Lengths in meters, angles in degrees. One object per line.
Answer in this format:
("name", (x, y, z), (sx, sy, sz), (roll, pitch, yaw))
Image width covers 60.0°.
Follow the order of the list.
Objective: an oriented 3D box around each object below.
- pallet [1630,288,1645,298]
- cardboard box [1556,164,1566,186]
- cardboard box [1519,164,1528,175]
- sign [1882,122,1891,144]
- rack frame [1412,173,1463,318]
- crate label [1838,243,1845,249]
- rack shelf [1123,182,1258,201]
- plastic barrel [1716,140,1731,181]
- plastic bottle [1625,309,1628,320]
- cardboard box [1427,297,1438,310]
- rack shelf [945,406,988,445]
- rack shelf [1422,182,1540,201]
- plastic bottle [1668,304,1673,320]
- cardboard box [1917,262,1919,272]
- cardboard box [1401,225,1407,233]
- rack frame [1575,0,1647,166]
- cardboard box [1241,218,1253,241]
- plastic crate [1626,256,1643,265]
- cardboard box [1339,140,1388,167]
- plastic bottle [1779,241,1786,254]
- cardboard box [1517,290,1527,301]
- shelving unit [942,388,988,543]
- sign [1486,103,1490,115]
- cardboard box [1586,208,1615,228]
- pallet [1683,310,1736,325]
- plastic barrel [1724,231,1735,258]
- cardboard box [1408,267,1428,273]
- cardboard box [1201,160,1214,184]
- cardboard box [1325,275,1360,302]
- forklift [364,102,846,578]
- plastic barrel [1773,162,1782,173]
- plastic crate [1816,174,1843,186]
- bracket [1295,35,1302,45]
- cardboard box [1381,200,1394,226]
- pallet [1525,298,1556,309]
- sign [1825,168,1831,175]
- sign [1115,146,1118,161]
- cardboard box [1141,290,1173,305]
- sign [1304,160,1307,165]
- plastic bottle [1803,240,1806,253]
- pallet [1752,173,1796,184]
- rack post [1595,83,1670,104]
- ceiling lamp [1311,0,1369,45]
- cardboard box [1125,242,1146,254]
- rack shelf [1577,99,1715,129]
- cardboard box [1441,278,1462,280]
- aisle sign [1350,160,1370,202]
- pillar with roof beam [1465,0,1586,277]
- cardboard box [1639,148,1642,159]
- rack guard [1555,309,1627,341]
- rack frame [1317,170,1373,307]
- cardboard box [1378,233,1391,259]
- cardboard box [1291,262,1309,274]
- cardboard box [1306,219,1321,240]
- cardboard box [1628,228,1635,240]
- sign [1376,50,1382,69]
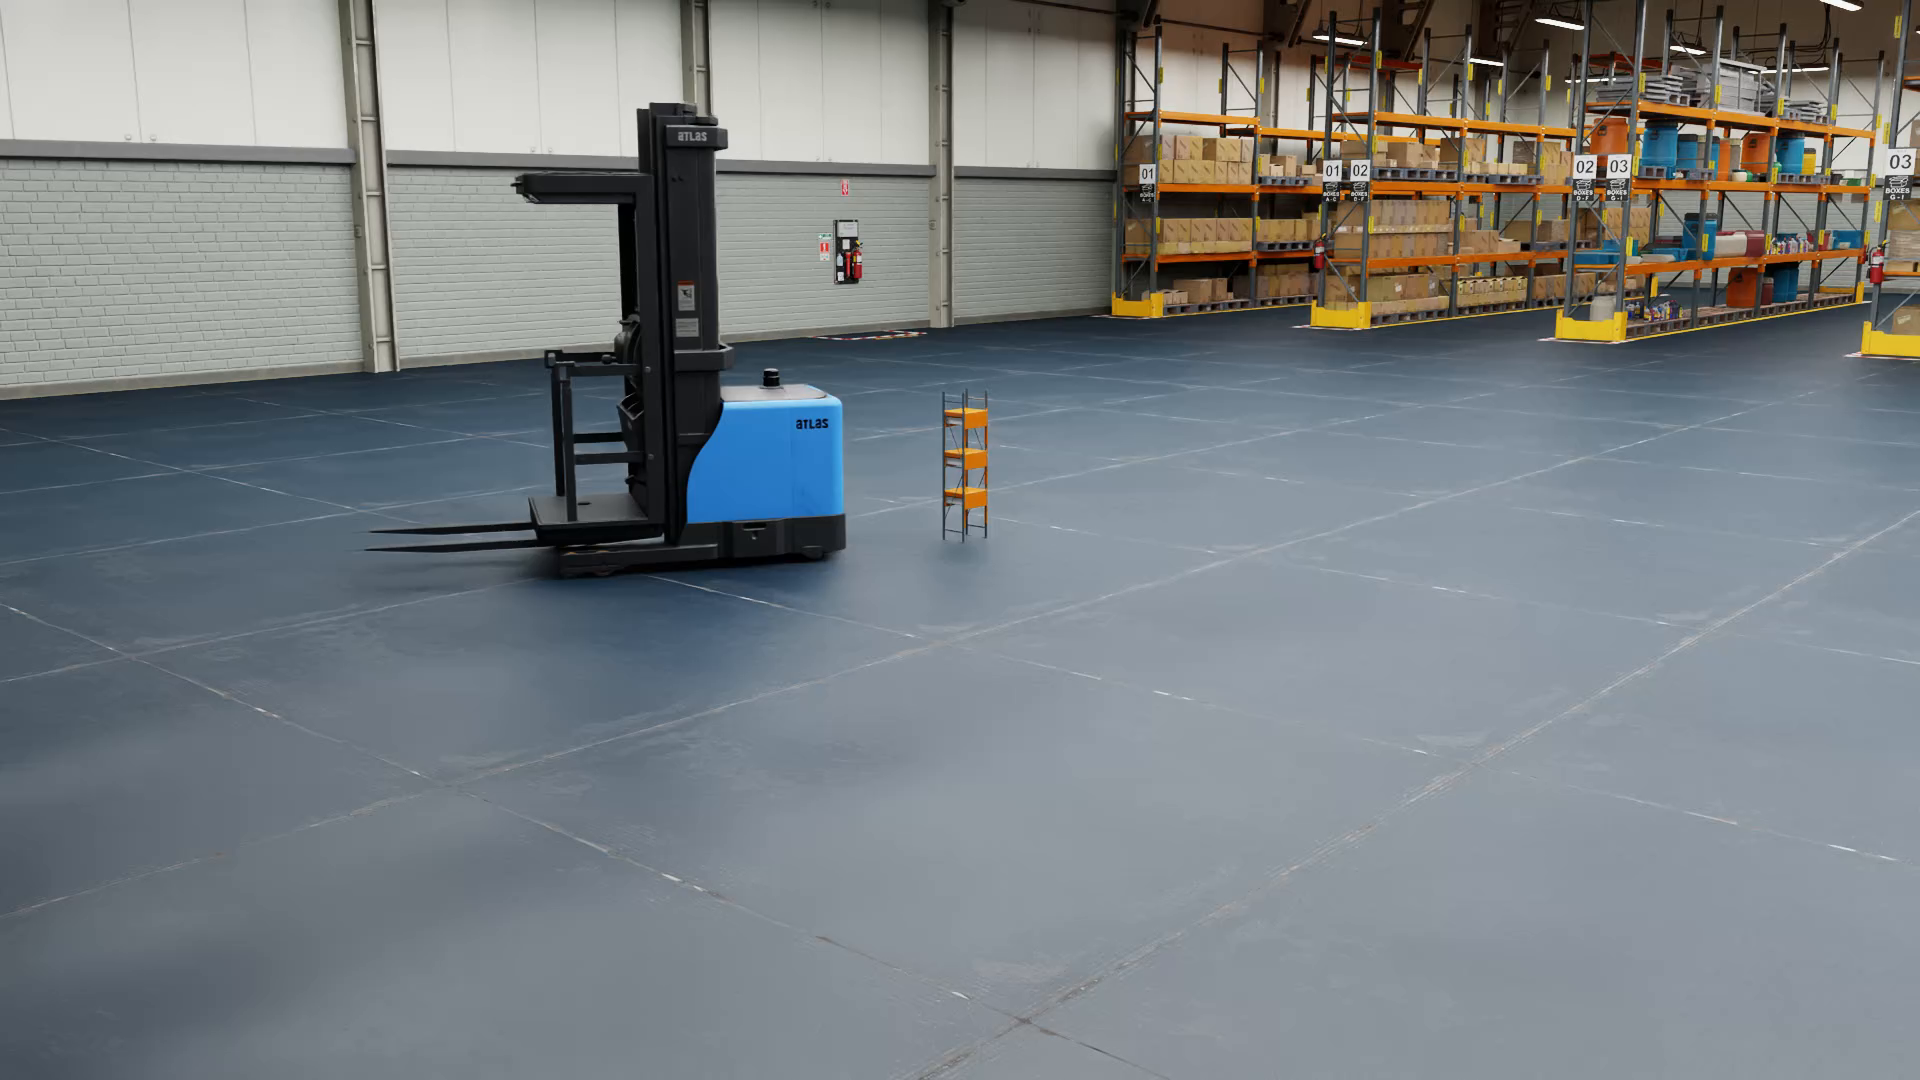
("pallet", (17.497, -6.543, 43.930), (1.003, 0.211, 1.213), (10, 15, 40))
("cardboard box", (13.735, -8.602, 39.206), (0.910, 0.500, 0.500), (10, 15, 40))
("cardboard box", (12.535, -8.391, 37.717), (0.500, 0.250, 0.500), (8, 14, 36))
("sign", (14.546, -6.383, 26.093), (0.100, 0.325, 0.005), (10, 15, 40))
("rack frame", (10.152, -6.273, 35.462), (1.000, 3.000, 0.127), (10, 15, 40))
("crate label", (21.021, -7.070, 39.969), (0.396, 0.136, 0.243), (10, 15, 40))
("rack shelf", (5.108, -7.737, 36.969), (1.077, 0.370, 4.000), (10, 15, 40))
("plastic barrel", (15.374, -7.713, 33.917), (0.600, 0.830, 0.708), (10, 15, 40))
("plastic bottle", (12.617, -4.284, 31.522), (0.097, 0.201, 0.097), (0, 11, 0))
("cardboard box", (9.672, -4.962, 34.845), (0.500, 0.250, 0.500), (10, 15, 40))
("rack shelf", (0.035, -0.791, 11.594), (0.215, 0.259, 0.240), (10, 15, 40))
("rack shelf", (11.472, -7.686, 36.712), (1.077, 0.370, 4.000), (10, 15, 40))
("plastic bottle", (13.458, -4.326, 31.526), (0.133, 0.283, 0.061), (-11, 16, -44))
("cardboard box", (15.317, -4.291, 26.180), (0.380, 0.149, 0.250), (10, 15, 40))
("cardboard box", (8.781, -6.272, 33.541), (0.380, 0.149, 0.250), (10, 15, 40))
("rack frame", (11.230, -7.986, 28.718), (1.000, 3.000, 0.127), (10, 15, 40))
("cardboard box", (6.348, -7.108, 38.056), (0.500, 0.500, 0.500), (10, 15, 40))
("plastic crate", (12.062, -5.005, 29.783), (0.298, 0.136, 0.250), (10, 15, 40))
("cardboard box", (7.894, -7.565, 32.577), (0.637, 0.503, 0.797), (-11, 16, -44))
("plastic bottle", (17.954, -6.386, 36.342), (0.152, 0.276, 0.135), (10, 15, 40))
("cardboard box", (12.628, -5.610, 38.091), (0.500, 0.250, 0.500), (10, 15, 42))
("shelving unit", (0.035, -0.523, 11.648), (0.215, 1.050, 0.252), (10, 15, 40))
("sign", (14.748, -12.045, 46.456), (0.100, 0.325, 0.005), (10, 15, 40))
("cardboard box", (15.955, -8.023, 41.412), (0.500, 0.500, 0.500), (10, 15, 42))
("pallet", (15.164, -4.566, 34.032), (1.003, 0.211, 1.213), (10, 15, 40))
("plastic barrel", (15.436, -5.983, 33.661), (0.433, 0.535, 0.433), (0, 11, 0))
("cardboard box", (12.280, -7.167, 45.247), (0.700, 0.500, 0.500), (10, 15, 41))
("cardboard box", (5.255, -8.104, 36.664), (0.500, 0.500, 0.500), (11, 16, 44))
("cardboard box", (7.642, -5.027, 33.258), (0.500, 0.500, 0.500), (10, 15, 40))
("forklift", (-2.335, -1.311, 10.791), (3.031, 2.935, 1.130), (-3, 12, -17))
("plastic barrel", (17.383, -7.948, 35.511), (0.294, 0.245, 0.294), (0, 11, 0))
("plastic crate", (20.177, -8.364, 38.602), (0.497, 0.269, 0.590), (10, 15, 40))
("bracket", (8.101, -12.145, 40.350), (0.235, 0.232, 0.430), (10, 15, 40))
("cardboard box", (8.207, -6.523, 33.144), (0.700, 0.500, 0.500), (9, 15, 39))
("pallet", (13.313, -5.599, 39.207), (1.003, 0.211, 1.213), (10, 15, 40))
("sign", (19.563, -8.213, 37.493), (0.100, 0.325, 0.005), (10, 15, 40))
("sign", (3.384, -8.305, 35.713), (0.100, 0.325, 0.005), (10, 15, 40))
("cardboard box", (4.312, -5.312, 36.391), (0.500, 0.311, 0.500), (8, 14, 34))
("sign", (8.657, -9.338, 41.625), (0.100, 0.325, 0.005), (10, 15, 40))
("plastic bottle", (19.015, -6.612, 37.457), (0.061, 0.283, 0.133), (10, 15, 40))
("pallet", (17.089, -7.699, 35.424), (1.003, 0.211, 1.213), (10, 15, 40))
("rack post", (11.824, -7.835, 29.242), (0.954, 0.300, 0.937), (-10, 15, -41))
("ceiling lamp", (8.447, -12.335, 35.591), (0.800, 3.185, 2.000), (10, 15, 40))
("cardboard box", (3.951, -6.355, 36.202), (0.500, 0.250, 0.500), (10, 15, 41))
("rack shelf", (12.550, -7.731, 30.301), (1.077, 0.370, 4.000), (10, 15, 40))
("cardboard box", (10.874, -5.653, 36.872), (0.500, 0.311, 0.500), (10, 15, 40))
("aisle sign", (7.698, -6.910, 32.014), (0.394, 0.787, 0.004), (10, 15, 40))
("pillar with roof beam", (18.716, -11.573, 46.679), (9.100, 9.000, 0.548), (10, 15, 40))
("cardboard box", (17.103, -9.821, 42.759), (0.700, 0.500, 0.500), (10, 15, 40))
("rack guard", (11.244, -3.835, 29.637), (1.175, 0.500, 0.348), (10, 15, 40))
("rack frame", (7.511, -5.685, 32.515), (1.000, 3.000, 0.127), (10, 15, 40))
("cardboard box", (8.172, -5.879, 33.231), (0.700, 0.500, 0.500), (10, 15, 42))
("cardboard box", (8.209, -6.671, 40.797), (0.500, 0.250, 0.500), (10, 15, 41))
("cardboard box", (8.417, -7.610, 40.777), (0.700, 0.500, 0.500), (8, 14, 35))
("cardboard box", (16.976, -7.763, 42.666), (0.500, 0.500, 0.500), (9, 15, 40))
("sign", (7.924, -9.090, 31.457), (0.100, 0.325, 0.005), (10, 15, 40))
